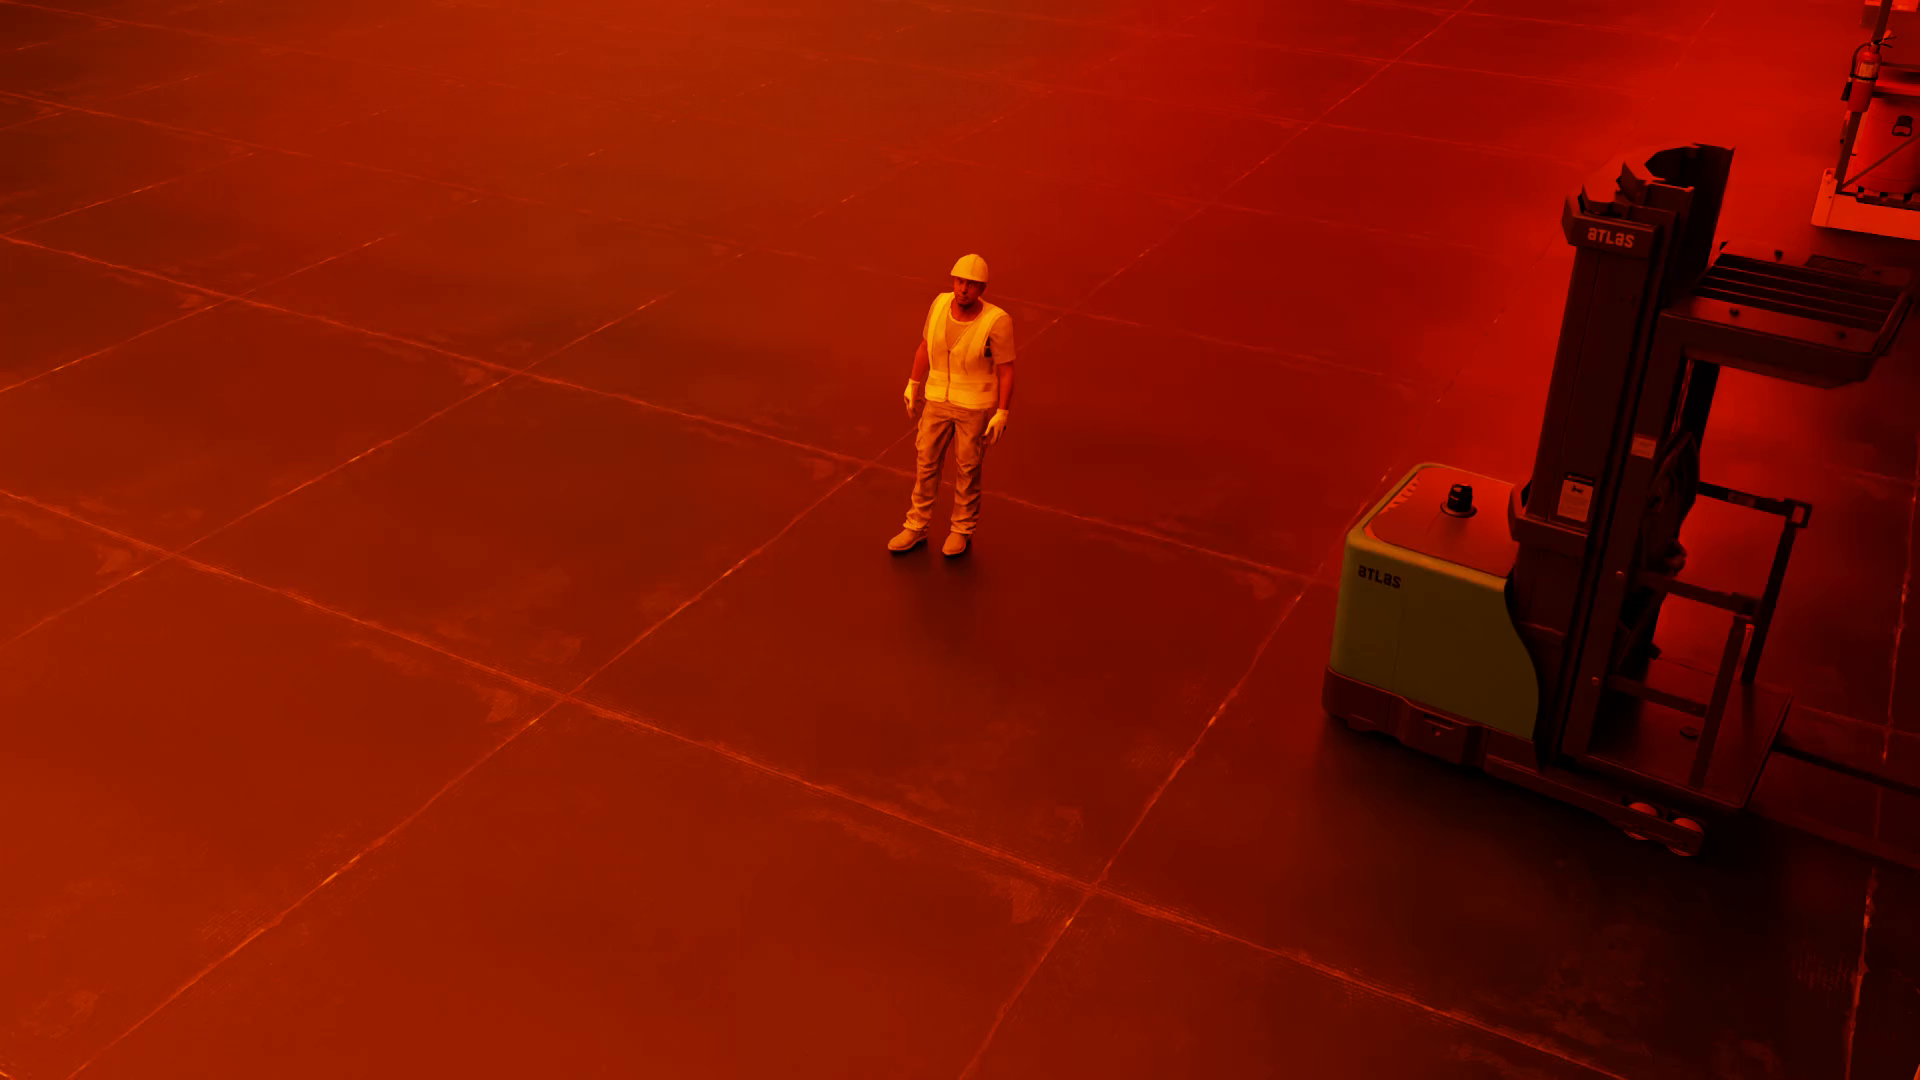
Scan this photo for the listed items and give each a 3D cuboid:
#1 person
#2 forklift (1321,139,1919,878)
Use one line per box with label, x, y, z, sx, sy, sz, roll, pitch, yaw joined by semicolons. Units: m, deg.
person;-0.042;-0.748;9.502;0.656;1.784;0.575;15;33;25
forklift;3.330;-0.144;7.320;3.031;2.935;1.130;19;35;30
